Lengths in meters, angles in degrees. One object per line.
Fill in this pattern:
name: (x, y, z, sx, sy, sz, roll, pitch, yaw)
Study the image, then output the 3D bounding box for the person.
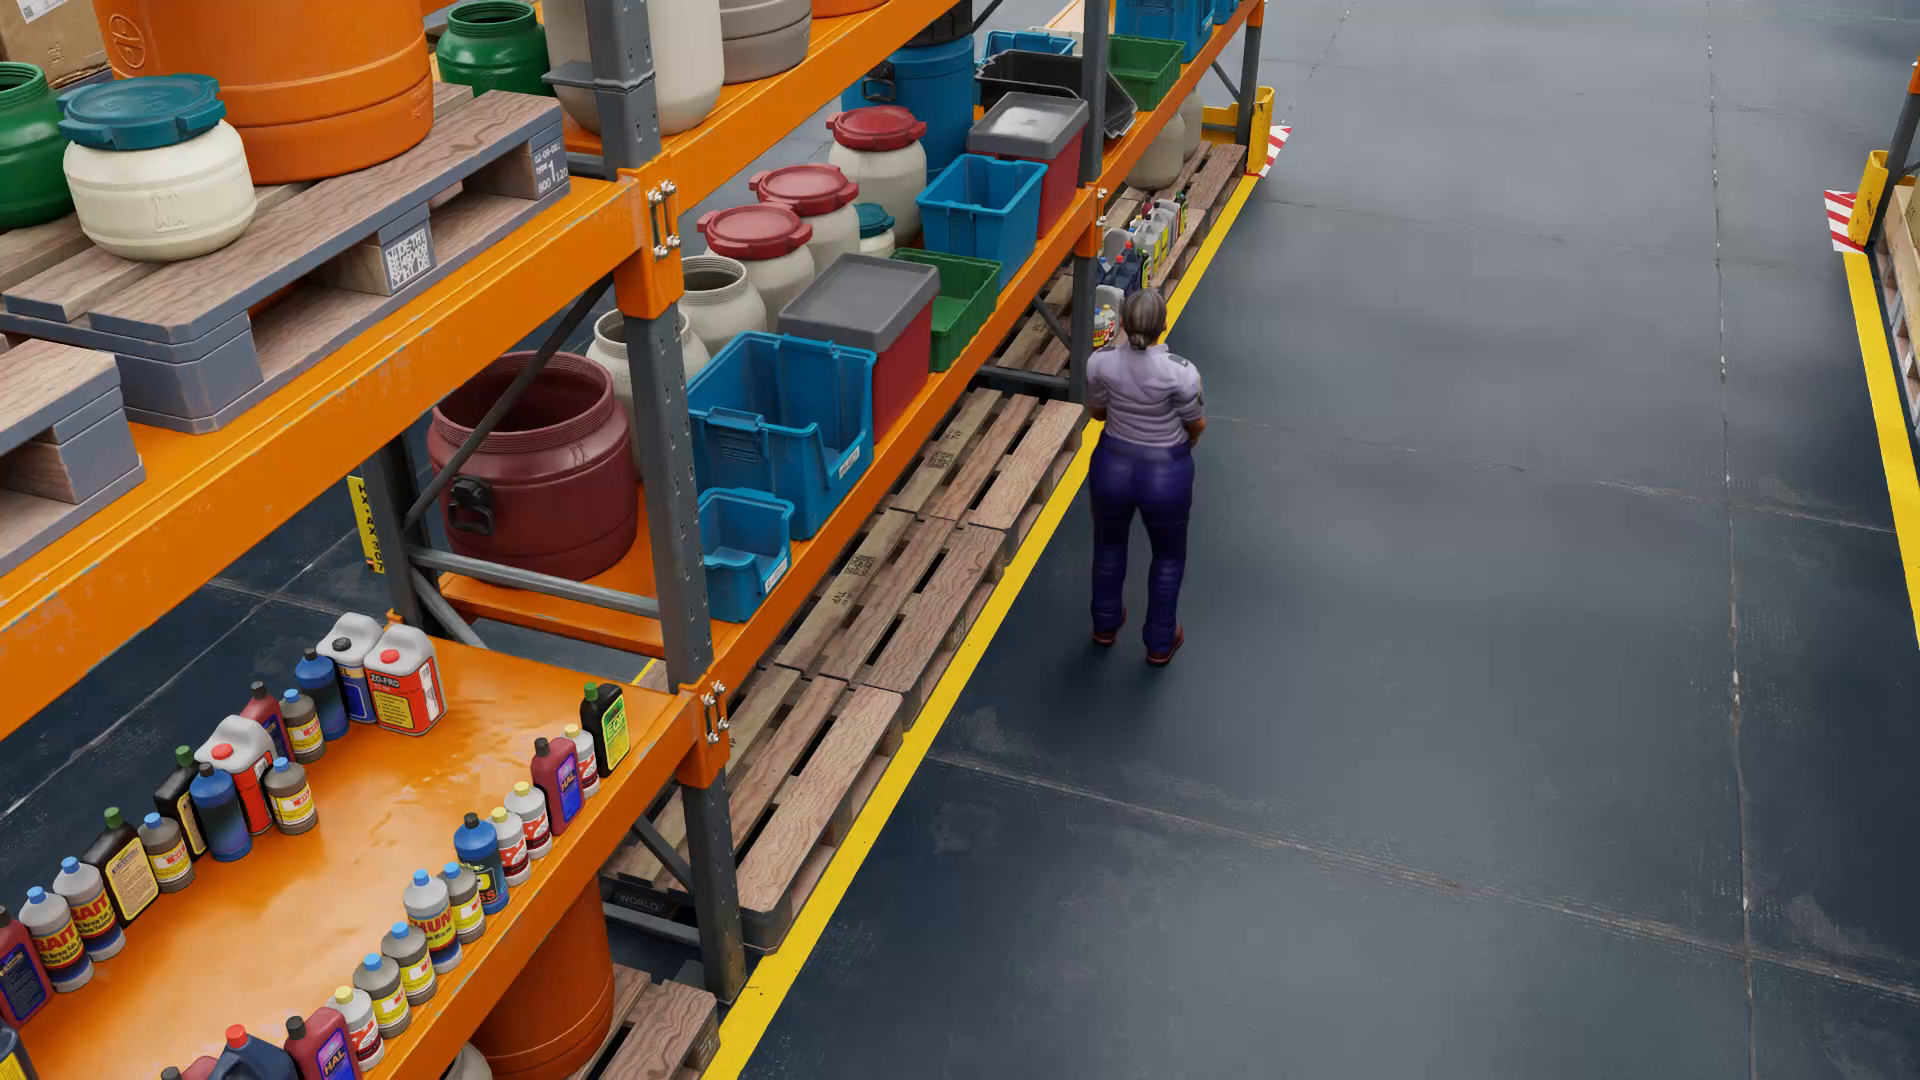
person: (0.732, -0.289, 6.595, 0.460, 1.640, 0.518, 11, 35, 16)
